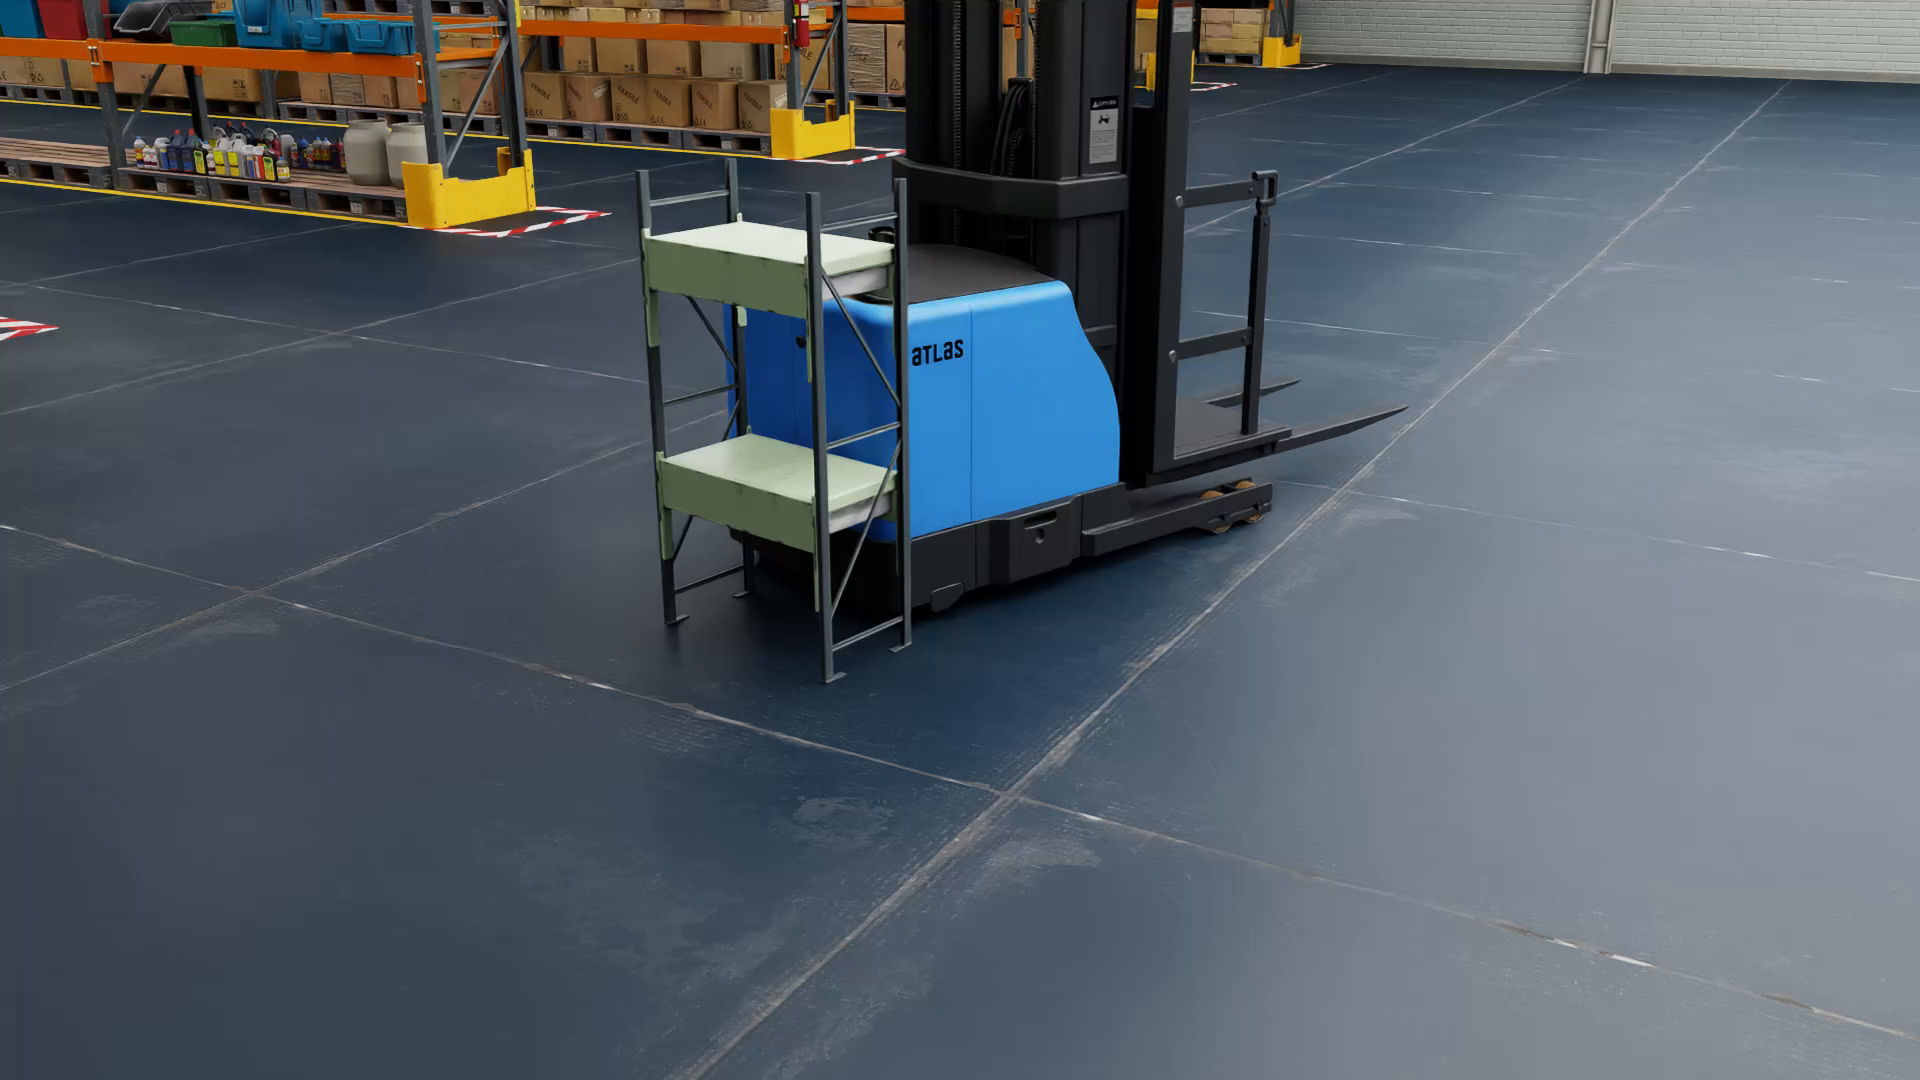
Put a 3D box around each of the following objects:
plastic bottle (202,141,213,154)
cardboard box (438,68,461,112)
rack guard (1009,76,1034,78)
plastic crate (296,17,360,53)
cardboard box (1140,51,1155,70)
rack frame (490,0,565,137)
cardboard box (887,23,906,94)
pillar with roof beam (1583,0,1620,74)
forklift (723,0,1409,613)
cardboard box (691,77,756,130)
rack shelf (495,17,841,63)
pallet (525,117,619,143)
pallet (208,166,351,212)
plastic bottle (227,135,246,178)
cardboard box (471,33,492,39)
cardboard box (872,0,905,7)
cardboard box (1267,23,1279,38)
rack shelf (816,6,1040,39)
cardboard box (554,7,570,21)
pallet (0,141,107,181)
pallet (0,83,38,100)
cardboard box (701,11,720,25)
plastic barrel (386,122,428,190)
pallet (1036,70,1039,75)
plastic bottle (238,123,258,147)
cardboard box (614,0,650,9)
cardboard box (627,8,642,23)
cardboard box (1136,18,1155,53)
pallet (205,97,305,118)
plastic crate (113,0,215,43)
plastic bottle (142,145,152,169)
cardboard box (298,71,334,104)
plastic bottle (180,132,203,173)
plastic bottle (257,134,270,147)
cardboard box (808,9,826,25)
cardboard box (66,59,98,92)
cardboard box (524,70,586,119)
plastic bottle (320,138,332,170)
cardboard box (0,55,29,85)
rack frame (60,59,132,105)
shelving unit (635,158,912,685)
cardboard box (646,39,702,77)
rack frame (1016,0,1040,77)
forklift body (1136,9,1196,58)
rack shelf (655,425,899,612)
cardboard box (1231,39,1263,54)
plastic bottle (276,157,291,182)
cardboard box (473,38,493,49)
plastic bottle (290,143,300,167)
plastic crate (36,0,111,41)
[{"bbox_3d":[-6.587,-3.353,14.566,0.097,0.271,0.097,0,20,0],"label":"plastic bottle"},{"bbox_3d":[-5.918,-5.431,19.959,0.500,0.500,0.700,11,22,27],"label":"cardboard box"},{"bbox_3d":[1.035,-5.821,21.680,0.348,0.500,1.175,11,23,27],"label":"rack guard"},{"bbox_3d":[-5.056,-4.100,13.488,0.408,0.251,0.499,11,23,27],"label":"plastic crate"},{"bbox_3d":[2.771,-7.612,26.368,0.500,0.250,0.500,11,22,27],"label":"cardboard box"},{"bbox_3d":[-4.985,-6.206,19.075,0.127,3.000,1.000,11,23,27],"label":"rack frame"},{"bbox_3d":[-0.379,-6.438,22.214,0.875,0.875,0.875,10,22,26],"label":"cardboard box"},{"bbox_3d":[8.728,-10.894,23.201,0.400,9.000,9.100,11,23,27],"label":"pillar with roof beam"},{"bbox_3d":[0.604,-1.526,6.273,3.031,2.935,1.130,-16,25,-36],"label":"forklift"},{"bbox_3d":[-2.569,-4.761,18.142,0.500,0.500,0.500,18,27,41],"label":"cardboard box"},{"bbox_3d":[-3.239,-5.535,18.281,4.000,0.370,1.077,11,23,27],"label":"rack shelf"},{"bbox_3d":[-4.382,-4.794,19.271,1.213,0.211,1.003,11,23,27],"label":"pallet"},{"bbox_3d":[-5.765,-3.094,14.585,1.213,0.211,1.003,11,23,27],"label":"pallet"},{"bbox_3d":[-6.200,-3.302,14.309,0.185,0.351,0.144,12,23,30],"label":"plastic bottle"},{"bbox_3d":[-7.141,-7.822,25.481,0.500,0.250,0.500,11,23,28],"label":"cardboard box"},{"bbox_3d":[-0.733,-7.411,22.176,0.500,0.550,0.875,11,23,27],"label":"cardboard box"},{"bbox_3d":[5.448,-9.249,30.147,0.500,0.250,0.500,11,23,28],"label":"cardboard box"},{"bbox_3d":[-0.732,-6.995,22.305,4.000,0.370,1.077,11,23,27],"label":"rack shelf"},{"bbox_3d":[-4.278,-5.845,18.448,0.250,0.149,0.380,11,23,27],"label":"cardboard box"},{"bbox_3d":[-9.174,-3.742,16.372,1.213,0.211,1.003,11,23,27],"label":"pallet"},{"bbox_3d":[-13.664,-6.578,24.189,1.213,0.211,1.003,11,23,27],"label":"pallet"},{"bbox_3d":[-2.515,-5.523,17.560,0.250,0.149,0.380,11,23,27],"label":"cardboard box"},{"bbox_3d":[-4.520,-3.181,13.768,0.421,0.512,0.421,0,20,0],"label":"plastic barrel"},{"bbox_3d":[1.521,-7.542,26.846,1.213,0.211,1.003,11,23,27],"label":"pallet"},{"bbox_3d":[-6.530,-3.640,15.240,0.185,0.351,0.144,10,22,25],"label":"plastic bottle"},{"bbox_3d":[-3.301,-6.057,18.082,0.500,0.500,0.875,11,23,27],"label":"cardboard box"},{"bbox_3d":[-3.388,-5.689,18.018,0.250,0.149,0.380,11,23,27],"label":"cardboard box"},{"bbox_3d":[2.750,-7.969,26.251,0.500,0.500,0.500,10,22,26],"label":"cardboard box"},{"bbox_3d":[-9.129,-5.714,21.807,1.213,0.211,1.003,11,23,27],"label":"pallet"},{"bbox_3d":[-7.006,-4.577,14.676,0.504,0.338,0.767,11,23,27],"label":"plastic crate"},{"bbox_3d":[-7.248,-3.422,14.860,0.097,0.201,0.097,0,20,0],"label":"plastic bottle"},{"bbox_3d":[-7.883,-5.797,20.969,0.500,0.500,0.700,10,22,24],"label":"cardboard box"},{"bbox_3d":[-6.734,-3.404,14.589,0.185,0.351,0.144,10,22,25],"label":"plastic bottle"},{"bbox_3d":[-6.276,-3.520,15.007,0.133,0.283,0.061,11,23,27],"label":"plastic bottle"},{"bbox_3d":[-1.626,-5.541,17.610,0.250,0.149,0.380,11,23,27],"label":"cardboard box"},{"bbox_3d":[-11.401,-6.634,22.756,0.875,0.875,1.225,11,23,27],"label":"cardboard box"},{"bbox_3d":[-4.655,-5.150,19.213,0.500,0.500,0.500,10,22,26],"label":"cardboard box"},{"bbox_3d":[-5.639,-3.442,14.810,0.097,0.271,0.097,0,20,0],"label":"plastic bottle"},{"bbox_3d":[-13.292,-7.018,23.814,0.875,0.875,0.875,11,23,27],"label":"cardboard box"},{"bbox_3d":[-11.969,-7.536,22.742,0.127,3.000,1.000,11,23,27],"label":"rack frame"},{"bbox_3d":[-0.575,-0.392,5.247,0.755,1.500,0.431,16,25,37],"label":"shelving unit"},{"bbox_3d":[-3.904,-7.044,24.067,0.750,0.750,1.050,11,23,27],"label":"cardboard box"},{"bbox_3d":[1.014,-7.001,21.265,0.127,3.000,1.000,11,23,27],"label":"rack frame"},{"bbox_3d":[3.212,-9.343,28.966,1.214,2.155,2.313,11,23,27],"label":"forklift body"},{"bbox_3d":[-0.575,-0.086,5.358,0.720,0.370,0.431,16,25,37],"label":"rack shelf"},{"bbox_3d":[5.193,-8.858,29.803,0.500,0.250,0.500,11,23,28],"label":"cardboard box"},{"bbox_3d":[-5.726,-3.133,14.060,0.097,0.201,0.097,0,20,0],"label":"plastic bottle"},{"bbox_3d":[-7.124,-7.472,25.616,0.500,0.500,0.500,12,23,29],"label":"cardboard box"},{"bbox_3d":[-5.992,-3.476,15.008,0.097,0.201,0.097,0,20,0],"label":"plastic bottle"},{"bbox_3d":[-7.973,-4.751,14.970,0.583,0.464,0.402,11,23,27],"label":"plastic crate"}]
